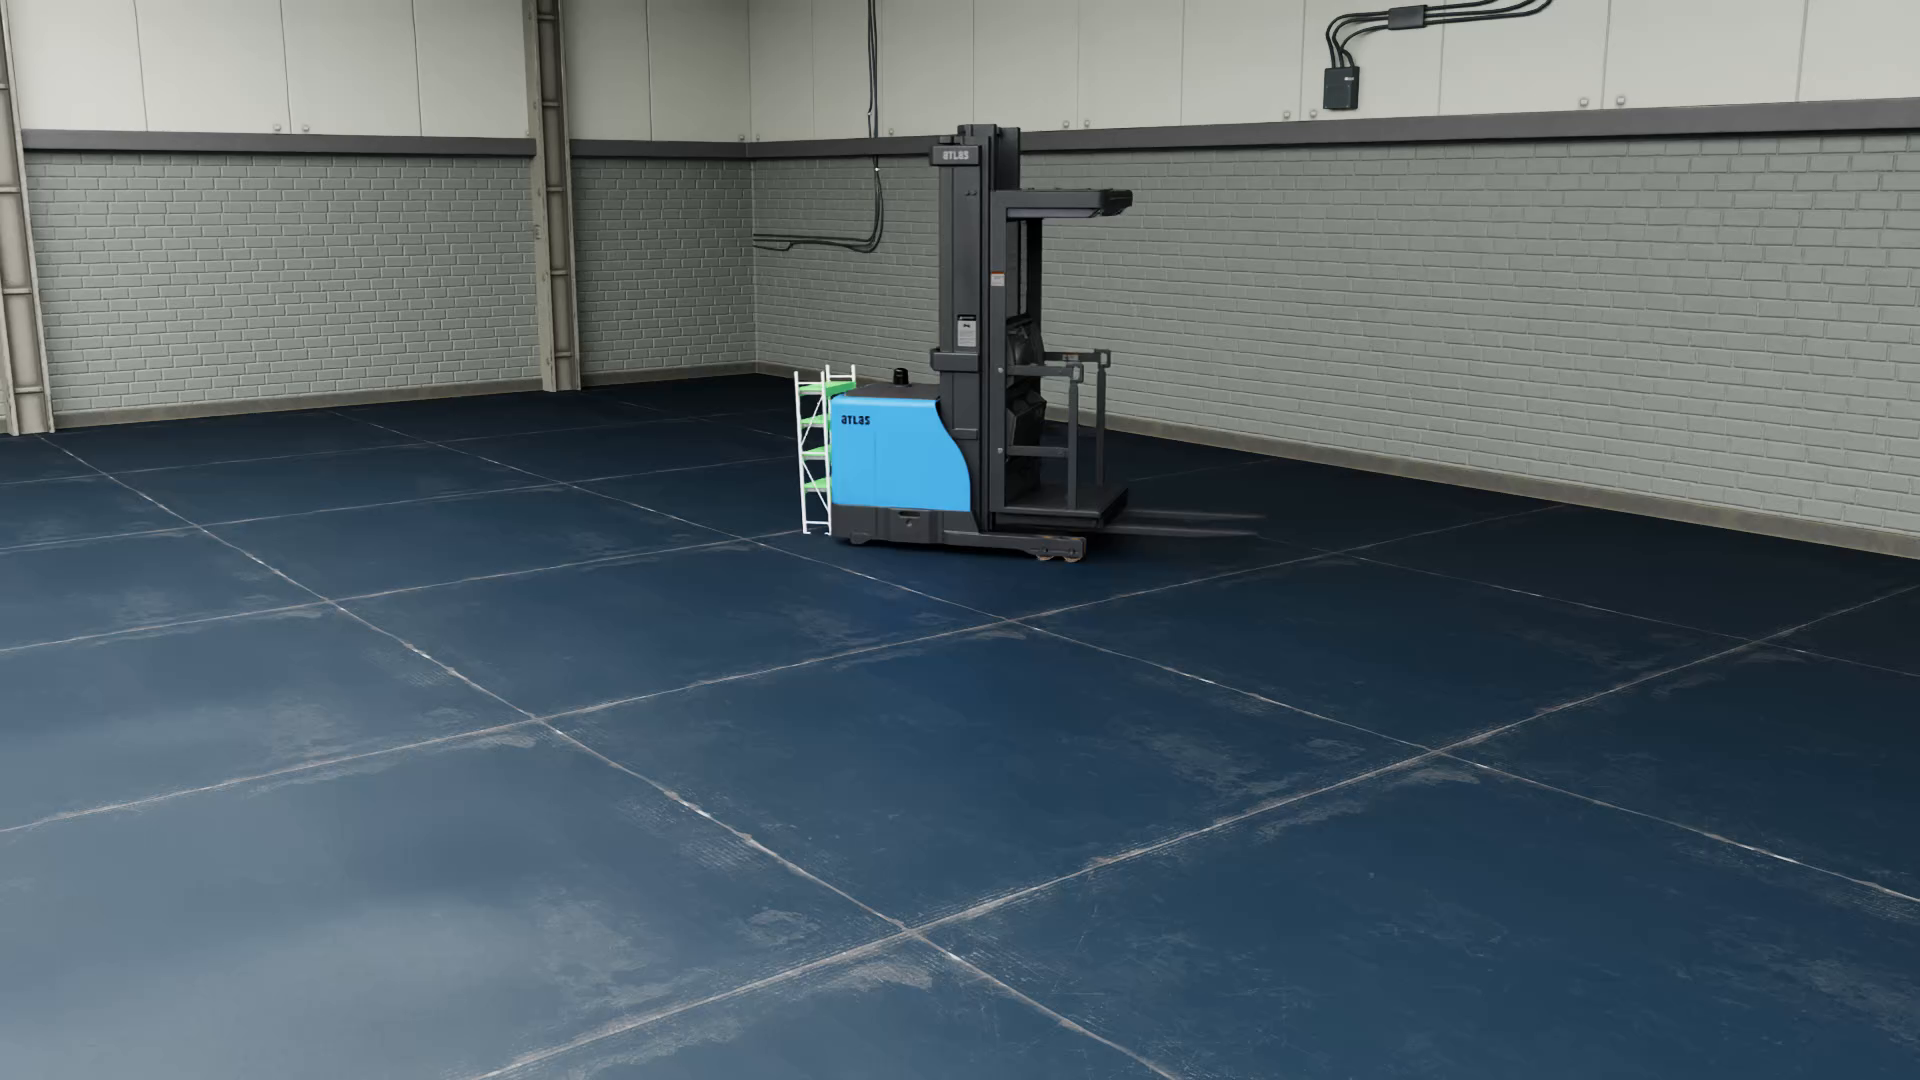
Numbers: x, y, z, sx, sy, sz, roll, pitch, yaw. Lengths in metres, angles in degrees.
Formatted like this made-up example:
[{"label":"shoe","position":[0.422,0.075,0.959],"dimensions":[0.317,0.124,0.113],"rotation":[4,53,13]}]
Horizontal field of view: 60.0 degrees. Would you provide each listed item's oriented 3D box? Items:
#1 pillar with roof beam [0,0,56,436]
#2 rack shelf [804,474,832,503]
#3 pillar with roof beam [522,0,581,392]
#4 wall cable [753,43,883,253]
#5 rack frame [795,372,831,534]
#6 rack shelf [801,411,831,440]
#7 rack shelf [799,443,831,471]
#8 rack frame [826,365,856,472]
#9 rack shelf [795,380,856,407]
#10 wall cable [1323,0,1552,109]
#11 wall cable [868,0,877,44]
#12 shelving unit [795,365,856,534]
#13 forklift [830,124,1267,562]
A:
[{"label":"pillar with roof beam","position":[-7.054,-4.834,13.229],"dimensions":[0.400,9.000,9.100],"rotation":[-9,15,-38]},{"label":"rack shelf","position":[-0.965,-0.384,12.486],"dimensions":[0.258,0.148,0.480],"rotation":[3,12,23]},{"label":"pillar with roof beam","position":[-2.369,-5.612,16.895],"dimensions":[0.400,9.000,9.100],"rotation":[-9,15,-38]},{"label":"wall cable","position":[-1.932,-4.960,21.296],"dimensions":[0.112,2.526,3.097],"rotation":[-9,15,-38]},{"label":"rack frame","position":[-1.073,-0.636,12.209],"dimensions":[0.240,1.200,0.015],"rotation":[3,12,23]},{"label":"rack shelf","position":[-0.982,-0.855,12.394],"dimensions":[0.258,0.148,0.480],"rotation":[3,12,23]},{"label":"rack shelf","position":[-0.974,-0.620,12.440],"dimensions":[0.258,0.148,0.480],"rotation":[3,12,23]},{"label":"rack frame","position":[-0.879,-0.729,12.646],"dimensions":[0.240,1.200,0.015],"rotation":[3,12,23]},{"label":"rack shelf","position":[-0.991,-1.090,12.348],"dimensions":[0.258,0.148,0.480],"rotation":[3,12,23]},{"label":"wall cable","position":[3.986,-6.600,13.359],"dimensions":[0.169,6.003,2.305],"rotation":[-9,15,-38]},{"label":"wall cable","position":[-0.242,-6.991,18.705],"dimensions":[0.112,2.526,3.097],"rotation":[-9,15,-38]},{"label":"shelving unit","position":[-0.976,-0.682,12.427],"dimensions":[0.258,1.200,0.503],"rotation":[3,12,23]},{"label":"forklift","position":[0.645,-1.405,11.689],"dimensions":[3.031,2.935,1.130],"rotation":[3,12,15]}]
